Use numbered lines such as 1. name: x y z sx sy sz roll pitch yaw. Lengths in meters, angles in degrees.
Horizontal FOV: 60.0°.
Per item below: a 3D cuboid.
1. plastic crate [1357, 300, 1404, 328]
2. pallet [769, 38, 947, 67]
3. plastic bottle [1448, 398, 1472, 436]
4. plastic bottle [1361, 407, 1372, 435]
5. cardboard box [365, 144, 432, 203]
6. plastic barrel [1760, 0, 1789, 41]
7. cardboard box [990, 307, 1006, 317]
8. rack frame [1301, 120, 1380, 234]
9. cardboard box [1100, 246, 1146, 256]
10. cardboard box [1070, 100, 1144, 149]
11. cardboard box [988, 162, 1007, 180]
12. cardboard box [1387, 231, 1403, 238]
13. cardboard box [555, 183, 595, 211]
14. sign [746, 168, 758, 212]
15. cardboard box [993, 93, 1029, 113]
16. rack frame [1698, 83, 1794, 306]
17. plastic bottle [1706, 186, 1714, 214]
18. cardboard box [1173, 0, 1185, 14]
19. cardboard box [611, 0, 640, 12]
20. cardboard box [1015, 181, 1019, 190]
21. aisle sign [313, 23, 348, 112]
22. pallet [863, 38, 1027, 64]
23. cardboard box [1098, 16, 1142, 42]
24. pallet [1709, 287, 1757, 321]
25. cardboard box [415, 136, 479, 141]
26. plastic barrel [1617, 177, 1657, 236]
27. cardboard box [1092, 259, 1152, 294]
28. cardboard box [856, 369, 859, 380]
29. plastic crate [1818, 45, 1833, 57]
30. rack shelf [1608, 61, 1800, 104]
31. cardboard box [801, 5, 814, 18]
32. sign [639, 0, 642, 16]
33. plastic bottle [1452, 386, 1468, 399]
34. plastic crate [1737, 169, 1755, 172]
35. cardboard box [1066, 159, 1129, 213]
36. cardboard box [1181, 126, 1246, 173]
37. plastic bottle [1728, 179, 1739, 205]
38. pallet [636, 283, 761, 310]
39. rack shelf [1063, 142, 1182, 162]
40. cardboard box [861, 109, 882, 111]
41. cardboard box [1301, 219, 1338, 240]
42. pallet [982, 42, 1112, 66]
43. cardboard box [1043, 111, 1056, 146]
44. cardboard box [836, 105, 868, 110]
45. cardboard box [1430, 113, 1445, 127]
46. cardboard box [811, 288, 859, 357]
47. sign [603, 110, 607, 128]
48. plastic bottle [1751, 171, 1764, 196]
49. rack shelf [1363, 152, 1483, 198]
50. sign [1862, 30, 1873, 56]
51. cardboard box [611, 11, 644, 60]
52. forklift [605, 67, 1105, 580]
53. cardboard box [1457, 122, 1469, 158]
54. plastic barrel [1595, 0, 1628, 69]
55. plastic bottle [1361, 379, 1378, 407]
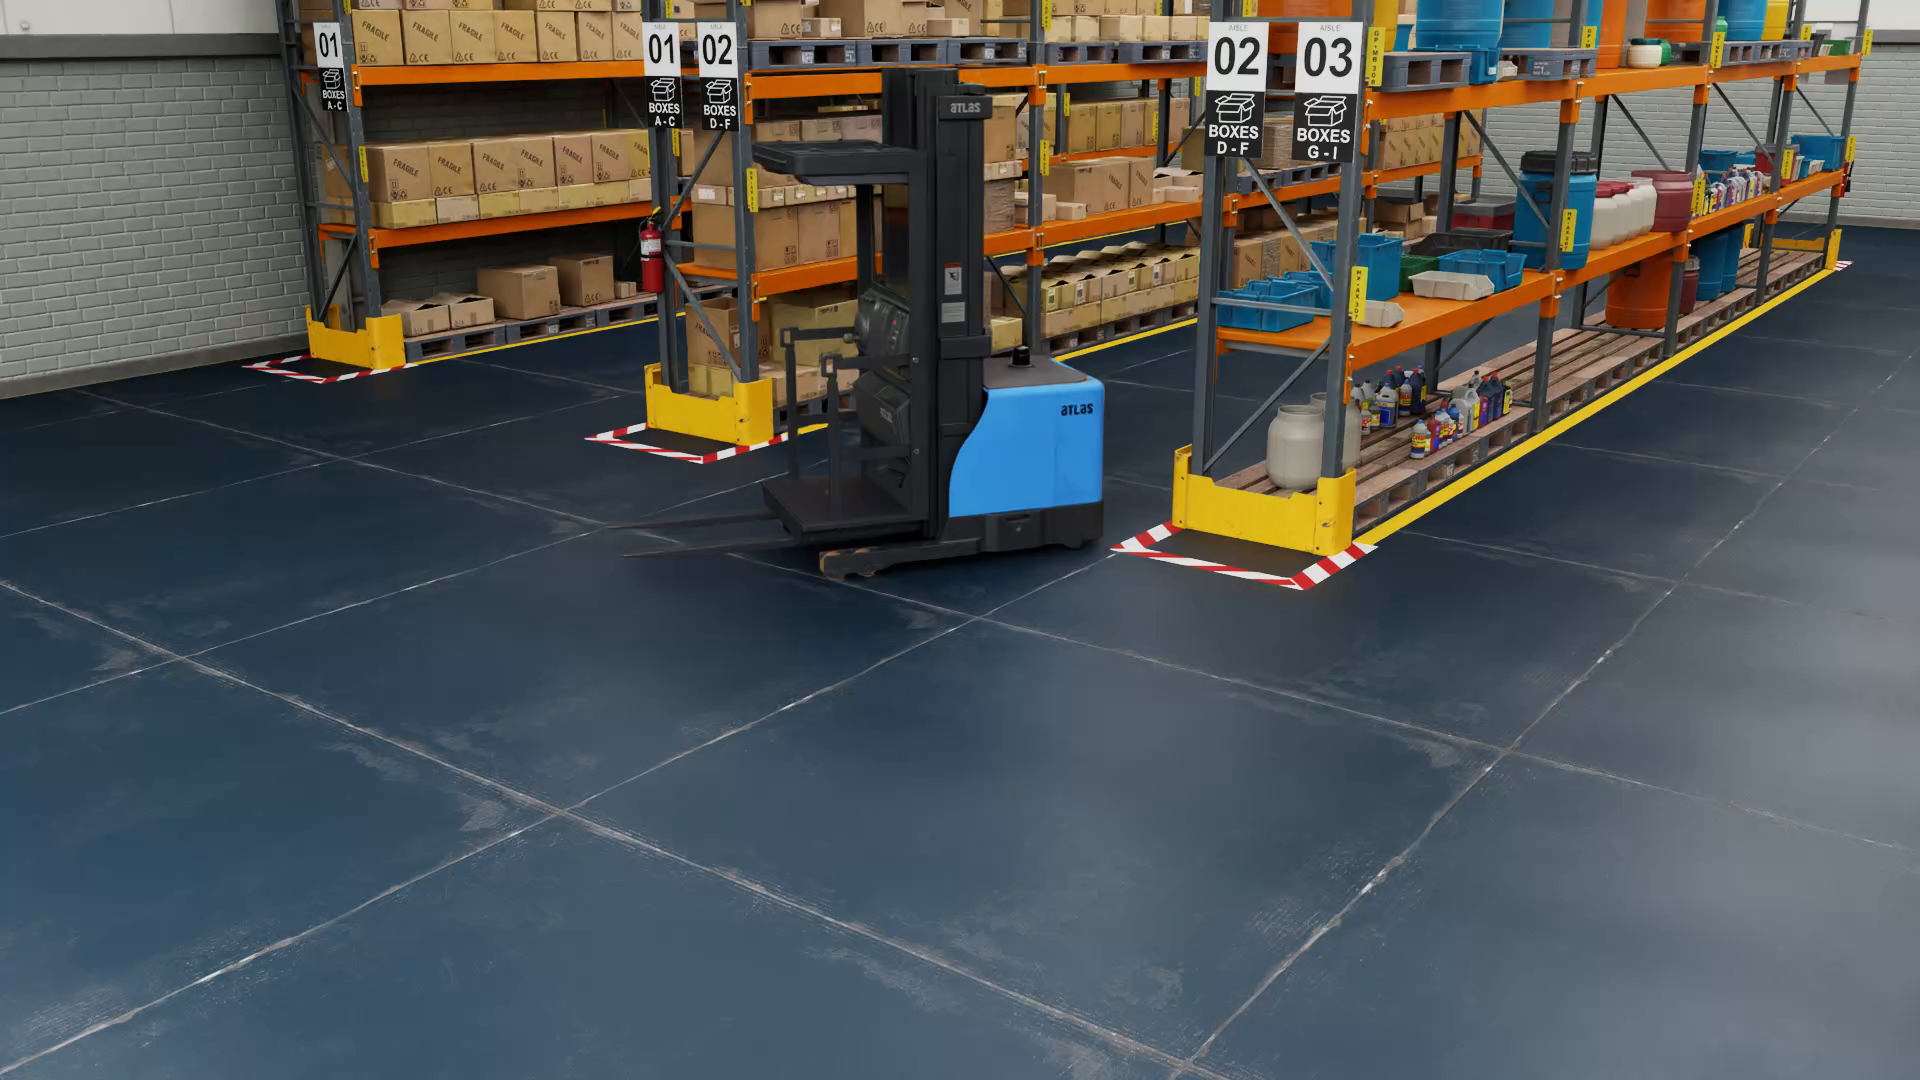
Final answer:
1. plastic crate: 2.740 -1.472 10.871 0.298 0.136 0.250 12 21 35
2. pallet: -0.859 -4.164 14.185 1.003 0.211 1.213 12 21 35
3. plastic bottle: 3.772 -0.939 12.560 0.152 0.276 0.135 13 21 36
4. plastic bottle: 3.056 -0.901 12.564 0.097 0.201 0.097 0 17 0
5. cardboard box: -5.483 -3.549 16.069 0.500 0.500 0.500 12 21 35
6. plastic barrel: 8.717 -5.770 18.182 0.600 0.588 0.600 0 17 0
7. cardboard box: 0.370 -2.308 17.046 0.500 0.250 0.500 12 21 34
8. rack frame: 5.122 -5.176 22.354 1.000 3.000 0.127 12 21 35
9. cardboard box: 1.885 -3.179 18.906 0.500 0.311 0.500 12 21 33
10. cardboard box: 2.343 -6.668 26.652 0.980 0.700 0.700 11 20 32
11. cardboard box: 0.217 -3.467 15.588 0.380 0.149 0.250 12 21 34
12. cardboard box: 6.053 -4.303 23.577 0.380 0.166 0.250 12 21 35
13. cardboard box: -4.255 -3.677 17.745 0.500 0.250 0.500 12 21 34
14. sign: -1.586 -2.670 12.689 0.100 0.325 0.005 12 21 35
15. cardboard box: 0.756 -6.331 24.106 0.500 0.250 0.500 13 21 36
16. rack frame: 9.098 -4.300 19.532 1.000 3.000 0.127 12 21 35
17. plastic bottle: 7.762 -3.526 17.238 0.061 0.283 0.133 12 21 35
18. cardboard box: 3.308 -8.748 26.910 0.500 0.500 0.500 12 21 35
19. cardboard box: -3.706 -5.945 17.884 0.500 0.500 0.500 10 20 30
20. cardboard box: 0.331 -4.834 24.170 0.750 0.750 0.750 13 22 36
21. aisle sign: -5.810 -4.364 15.354 0.394 0.787 0.004 12 21 35
22. pallet: -0.132 -4.453 15.117 1.003 0.211 1.213 12 21 35
23. cardboard box: 1.544 -5.277 17.165 0.500 0.250 0.500 10 20 30
24. pallet: 8.605 -2.792 19.378 1.003 0.211 1.213 12 21 35
25. cardboard box: -5.286 -3.880 17.136 0.500 0.500 0.500 12 21 33
26. plastic barrel: 6.273 -3.118 15.537 0.421 0.512 0.421 0 17 0
27. cardboard box: 1.717 -2.847 17.835 0.500 0.311 0.500 13 22 36
28. cardboard box: -0.936 -1.532 14.549 0.500 0.250 0.500 12 21 35
29. plastic crate: 10.449 -6.023 20.468 0.437 0.136 0.530 12 21 35
30. rack shelf: 7.906 -4.912 17.660 1.077 0.370 4.000 12 21 35
31. cardboard box: -1.554 -4.267 13.677 0.500 0.250 0.500 12 21 35
32. sign: -2.455 -4.235 12.905 0.100 0.325 0.005 12 21 35
33. plastic bottle: 3.931 -1.074 12.995 0.152 0.276 0.135 12 21 35
34. plastic crate: 9.549 -4.511 20.575 0.437 0.125 0.590 12 21 35
35. cardboard box: 1.438 -3.743 17.571 0.500 0.500 0.500 12 21 35
36. cardboard box: 3.023 -4.642 19.756 0.700 0.500 0.500 5 18 16
37. plastic bottle: 8.386 -3.795 18.116 0.152 0.276 0.135 12 21 35
38. pallet: -3.162 -2.999 20.045 1.003 0.211 1.213 12 21 35
39. rack shelf: 2.333 -6.183 26.810 1.077 0.370 4.000 12 21 35
40. cardboard box: -0.503 -3.591 14.895 0.700 0.500 0.500 12 21 35
41. cardboard box: 4.757 -3.908 21.743 0.500 0.500 0.500 13 21 35
42. pallet: 0.871 -4.824 16.485 0.805 0.209 1.217 11 21 33
43. cardboard box: 1.069 -6.095 24.610 0.500 0.500 0.500 12 21 34
44. cardboard box: -1.423 -5.578 21.644 0.380 0.149 0.250 9 20 28
45. cardboard box: 6.550 -6.132 23.578 0.500 0.500 0.500 13 22 36
46. cardboard box: -0.946 -1.893 14.444 0.500 0.500 0.500 12 21 35
47. sign: -4.073 -4.795 19.175 0.100 0.325 0.005 12 21 35
48. plastic bottle: 9.123 -4.090 19.064 0.152 0.276 0.135 12 21 35
49. rack shelf: 6.314 -5.309 23.994 1.077 0.370 4.000 12 21 35
50. sign: 11.933 -6.542 21.870 0.100 0.325 0.005 12 21 35
51. cardboard box: -3.729 -5.470 18.041 0.500 0.500 0.500 13 22 36
52. forklift: -0.660 -1.337 10.108 3.031 2.935 1.130 -6 18 -19
53. cardboard box: 7.151 -5.898 24.508 0.500 0.500 0.500 13 21 35
54. plastic barrel: 5.661 -4.672 14.948 0.600 0.830 0.708 12 21 35
55. plastic bottle: 3.151 -1.074 12.870 0.144 0.351 0.185 12 21 34
